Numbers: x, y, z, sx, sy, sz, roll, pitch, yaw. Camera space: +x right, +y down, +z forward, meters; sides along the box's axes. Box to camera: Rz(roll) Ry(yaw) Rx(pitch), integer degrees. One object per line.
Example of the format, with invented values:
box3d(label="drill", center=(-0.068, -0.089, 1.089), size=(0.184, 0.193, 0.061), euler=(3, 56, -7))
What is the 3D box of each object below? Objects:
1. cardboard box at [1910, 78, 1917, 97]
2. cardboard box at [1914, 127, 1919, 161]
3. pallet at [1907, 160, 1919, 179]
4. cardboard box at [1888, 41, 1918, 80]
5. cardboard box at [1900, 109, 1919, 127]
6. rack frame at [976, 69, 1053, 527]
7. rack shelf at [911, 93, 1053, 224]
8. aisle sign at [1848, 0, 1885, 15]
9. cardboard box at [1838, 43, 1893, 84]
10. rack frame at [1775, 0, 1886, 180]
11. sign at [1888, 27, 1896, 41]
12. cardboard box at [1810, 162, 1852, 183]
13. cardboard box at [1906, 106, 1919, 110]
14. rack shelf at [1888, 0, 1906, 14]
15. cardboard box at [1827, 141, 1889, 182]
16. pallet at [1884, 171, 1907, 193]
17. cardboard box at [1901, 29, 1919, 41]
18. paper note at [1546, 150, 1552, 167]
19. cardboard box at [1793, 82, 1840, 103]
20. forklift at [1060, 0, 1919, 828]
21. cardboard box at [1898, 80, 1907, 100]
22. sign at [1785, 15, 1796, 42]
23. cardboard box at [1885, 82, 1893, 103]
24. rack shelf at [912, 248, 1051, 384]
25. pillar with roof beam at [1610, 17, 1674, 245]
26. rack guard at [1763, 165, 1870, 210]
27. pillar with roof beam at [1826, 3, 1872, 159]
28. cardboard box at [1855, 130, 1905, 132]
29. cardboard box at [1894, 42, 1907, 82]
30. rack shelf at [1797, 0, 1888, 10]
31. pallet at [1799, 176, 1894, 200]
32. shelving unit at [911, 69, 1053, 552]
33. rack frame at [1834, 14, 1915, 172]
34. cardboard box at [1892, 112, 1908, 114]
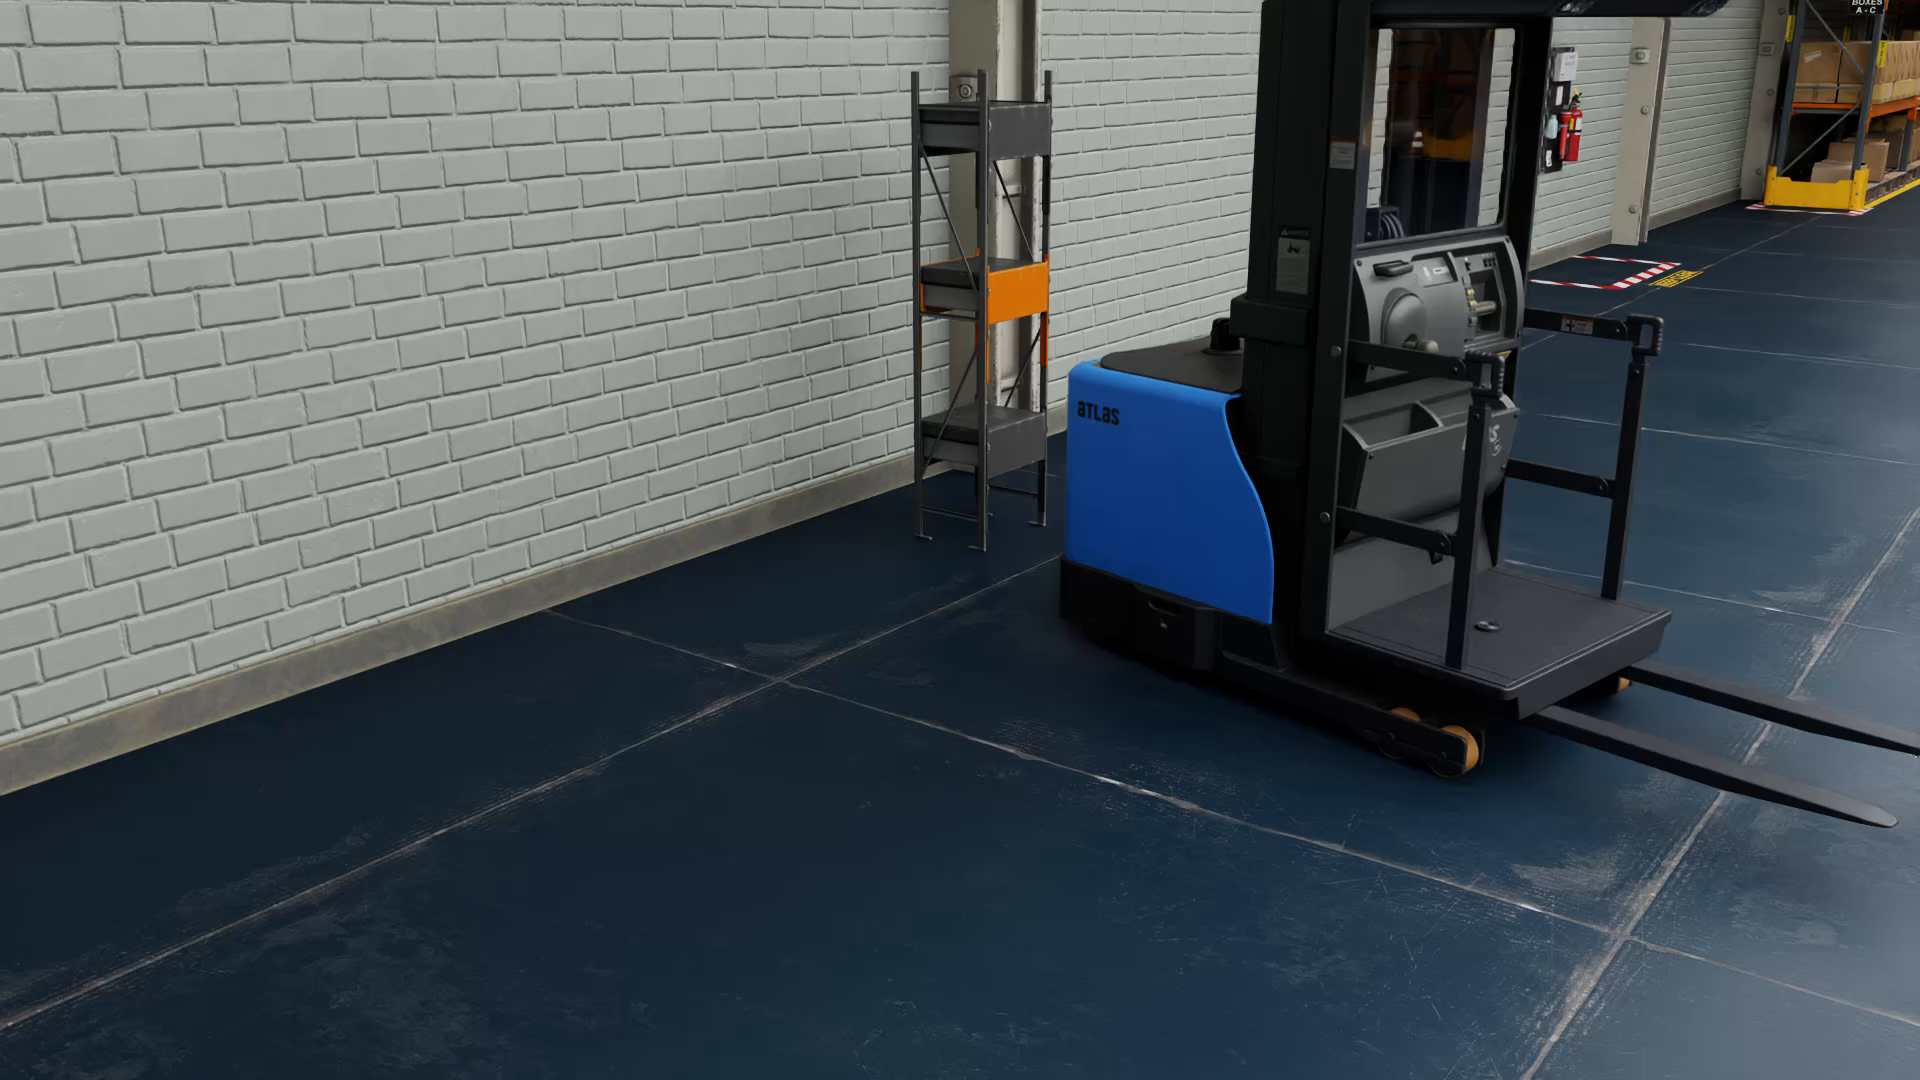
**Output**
box3d(label="cardboard box", center=(13.222, -6.417, 23.569), size=(0.500, 0.250, 0.500), euler=(13, 21, 35))
box3d(label="cardboard box", center=(14.887, -6.325, 26.528), size=(0.700, 0.500, 0.500), euler=(12, 21, 34))
box3d(label="pallet", center=(14.754, -5.908, 26.414), size=(1.003, 0.211, 1.213), euler=(12, 21, 35))
box3d(label="cardboard box", center=(12.930, -6.653, 23.066), size=(0.500, 0.500, 0.500), euler=(12, 21, 33))
box3d(label="cardboard box", center=(15.171, -6.784, 26.741), size=(0.500, 0.250, 0.500), euler=(13, 21, 36))
box3d(label="rack frame", center=(0.244, -1.100, 7.746), size=(0.400, 2.100, 0.015), euler=(12, 21, 35))
box3d(label="rack shelf", center=(0.099, -1.698, 7.356), size=(0.431, 0.518, 0.480), euler=(12, 21, 35))
box3d(label="aisle sign", center=(11.379, -6.981, 20.783), size=(0.394, 0.787, 0.004), euler=(12, 21, 35))
box3d(label="cardboard box", center=(11.707, -6.167, 21.498), size=(0.500, 0.500, 0.500), euler=(12, 21, 35))
box3d(label="rack frame", center=(11.181, -5.810, 21.395), size=(1.000, 3.000, 0.127), euler=(12, 21, 35))
box3d(label="sign", center=(15.500, -8.366, 27.672), size=(0.100, 0.325, 0.005), euler=(12, 21, 35))
box3d(label="cardboard box", center=(11.666, -4.885, 22.208), size=(0.500, 0.311, 0.500), euler=(10, 20, 29))
box3d(label="cardboard box", center=(16.492, -7.041, 28.277), size=(0.750, 0.750, 0.750), euler=(12, 21, 34))
box3d(label="rack shelf", center=(14.756, -8.328, 25.659), size=(1.077, 0.370, 4.000), euler=(12, 21, 35))
box3d(label="cardboard box", center=(12.483, -5.277, 23.151), size=(0.700, 0.500, 0.500), euler=(11, 20, 31))
box3d(label="pallet", center=(13.193, -5.265, 24.341), size=(1.003, 0.211, 1.213), euler=(12, 21, 35))
box3d(label="cardboard box", center=(16.010, -8.427, 27.853), size=(0.500, 0.250, 0.500), euler=(13, 22, 36))
box3d(label="paper note", center=(5.665, -3.668, 15.983), size=(0.016, 0.148, 0.142), euler=(12, 21, 35))
box3d(label="cardboard box", center=(11.304, -5.893, 21.883), size=(0.500, 0.250, 0.500), euler=(13, 21, 35))
box3d(label="forklift", center=(1.751, -0.811, 5.413), size=(1.130, 2.935, 3.031), euler=(-15, 23, -40))
box3d(label="cardboard box", center=(12.636, -6.174, 22.788), size=(0.500, 0.250, 0.500), euler=(13, 21, 35))
box3d(label="sign", center=(10.748, -6.617, 21.507), size=(0.100, 0.325, 0.005), euler=(12, 21, 35))
box3d(label="cardboard box", center=(12.025, -5.934, 22.014), size=(0.500, 0.250, 0.500), euler=(12, 21, 33))
box3d(label="rack shelf", center=(0.099, -1.029, 7.563), size=(0.431, 0.518, 0.480), euler=(12, 21, 35))
box3d(label="pillar with roof beam", center=(10.786, -6.805, 14.483), size=(9.100, 9.000, 0.400), euler=(12, 21, 35))
box3d(label="rack guard", center=(11.227, -4.634, 21.824), size=(1.175, 0.500, 0.348), euler=(12, 21, 35))
box3d(label="pillar with roof beam", center=(17.936, -9.663, 23.686), size=(9.100, 9.000, 0.400), euler=(12, 21, 35))
box3d(label="cardboard box", center=(14.258, -6.089, 25.767), size=(0.700, 0.500, 0.500), euler=(12, 21, 34))
box3d(label="cardboard box", center=(12.323, -6.404, 22.264), size=(0.500, 0.500, 0.500), euler=(12, 21, 33))
box3d(label="rack shelf", center=(12.373, -7.375, 22.591), size=(1.077, 0.370, 4.000), euler=(12, 21, 35))
box3d(label="pallet", center=(12.467, -4.973, 23.401), size=(1.003, 0.211, 1.213), euler=(12, 21, 35))
box3d(label="shelving unit", center=(0.099, -1.042, 7.559), size=(0.431, 2.100, 0.503), euler=(12, 21, 35))
box3d(label="rack frame", center=(13.565, -6.763, 24.463), size=(1.000, 3.000, 0.127), euler=(12, 21, 35))
box3d(label="cardboard box", center=(14.557, -6.545, 25.972), size=(0.500, 0.250, 0.500), euler=(12, 21, 33))
